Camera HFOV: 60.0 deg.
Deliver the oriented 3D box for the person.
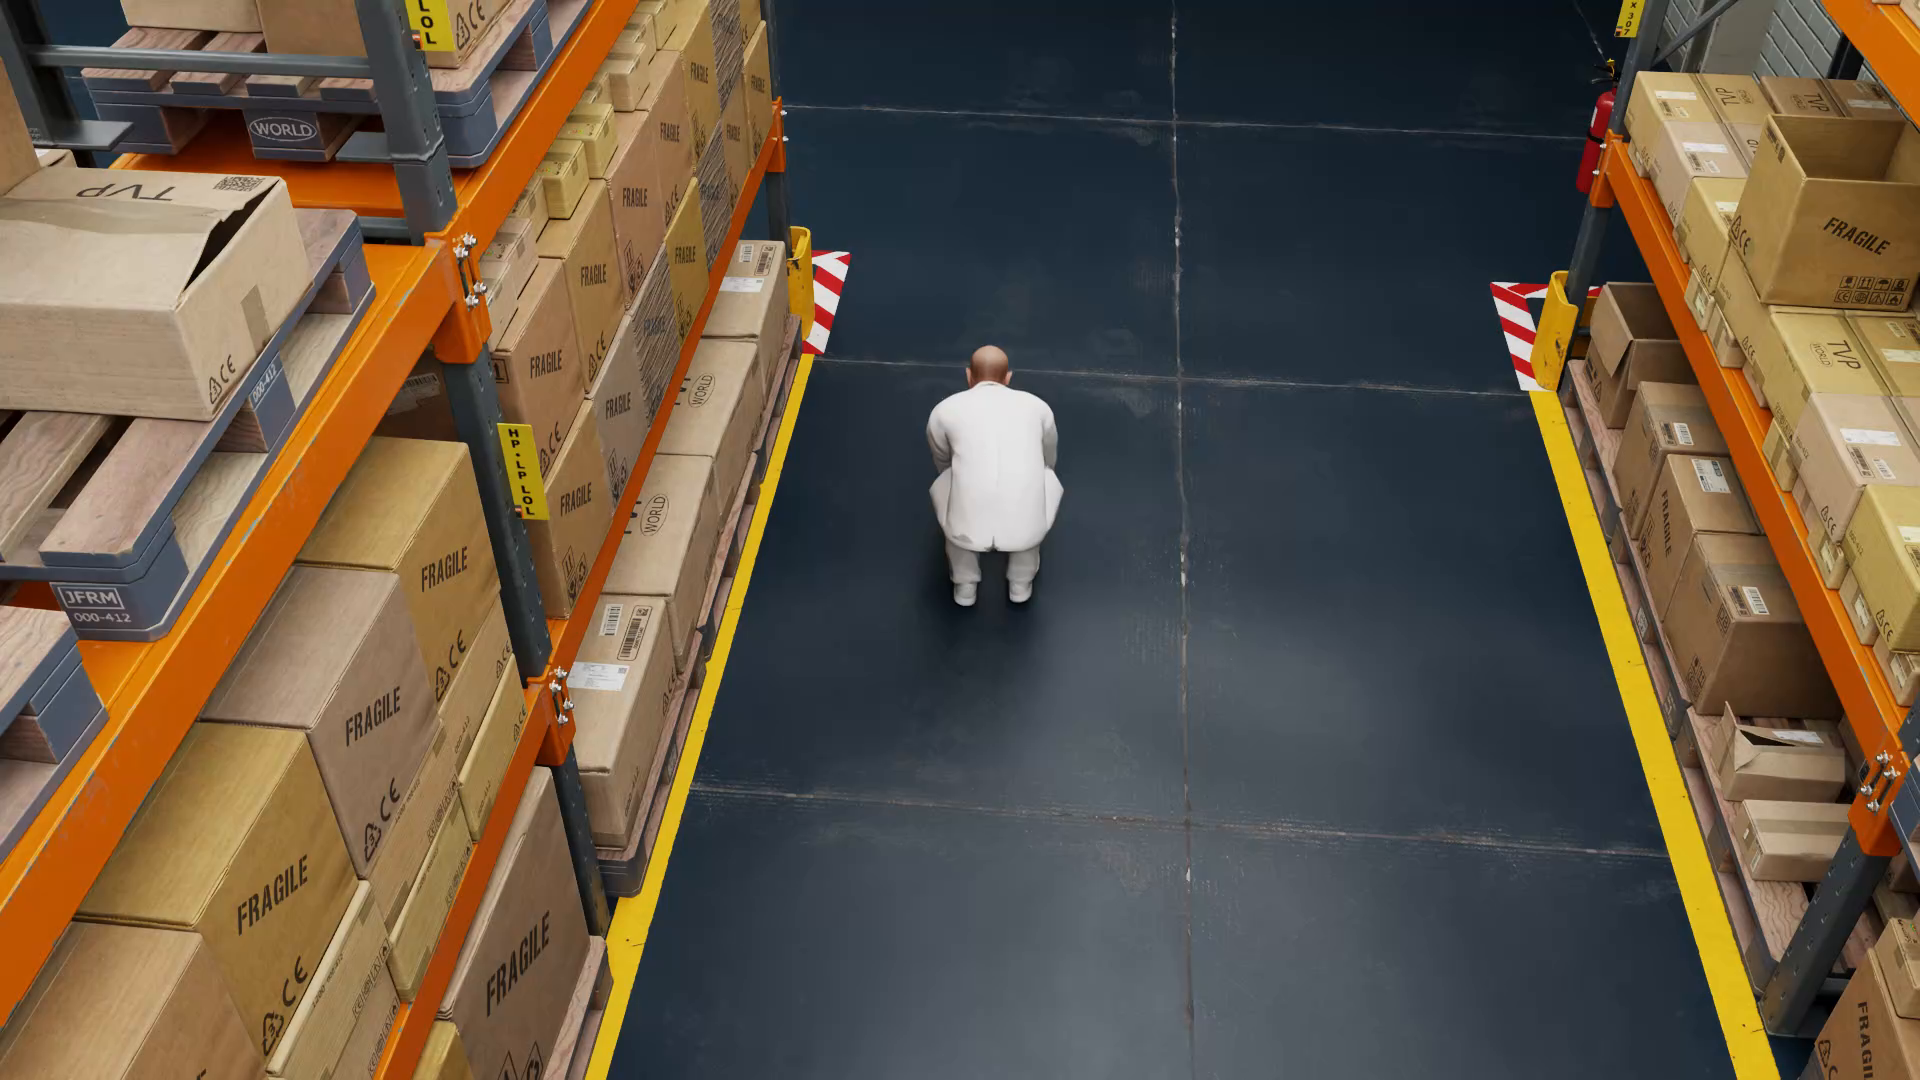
[{"bbox_3d":[0.164,-0.357,7.140,0.575,1.090,0.950,2,40,2],"label":"person"}]
